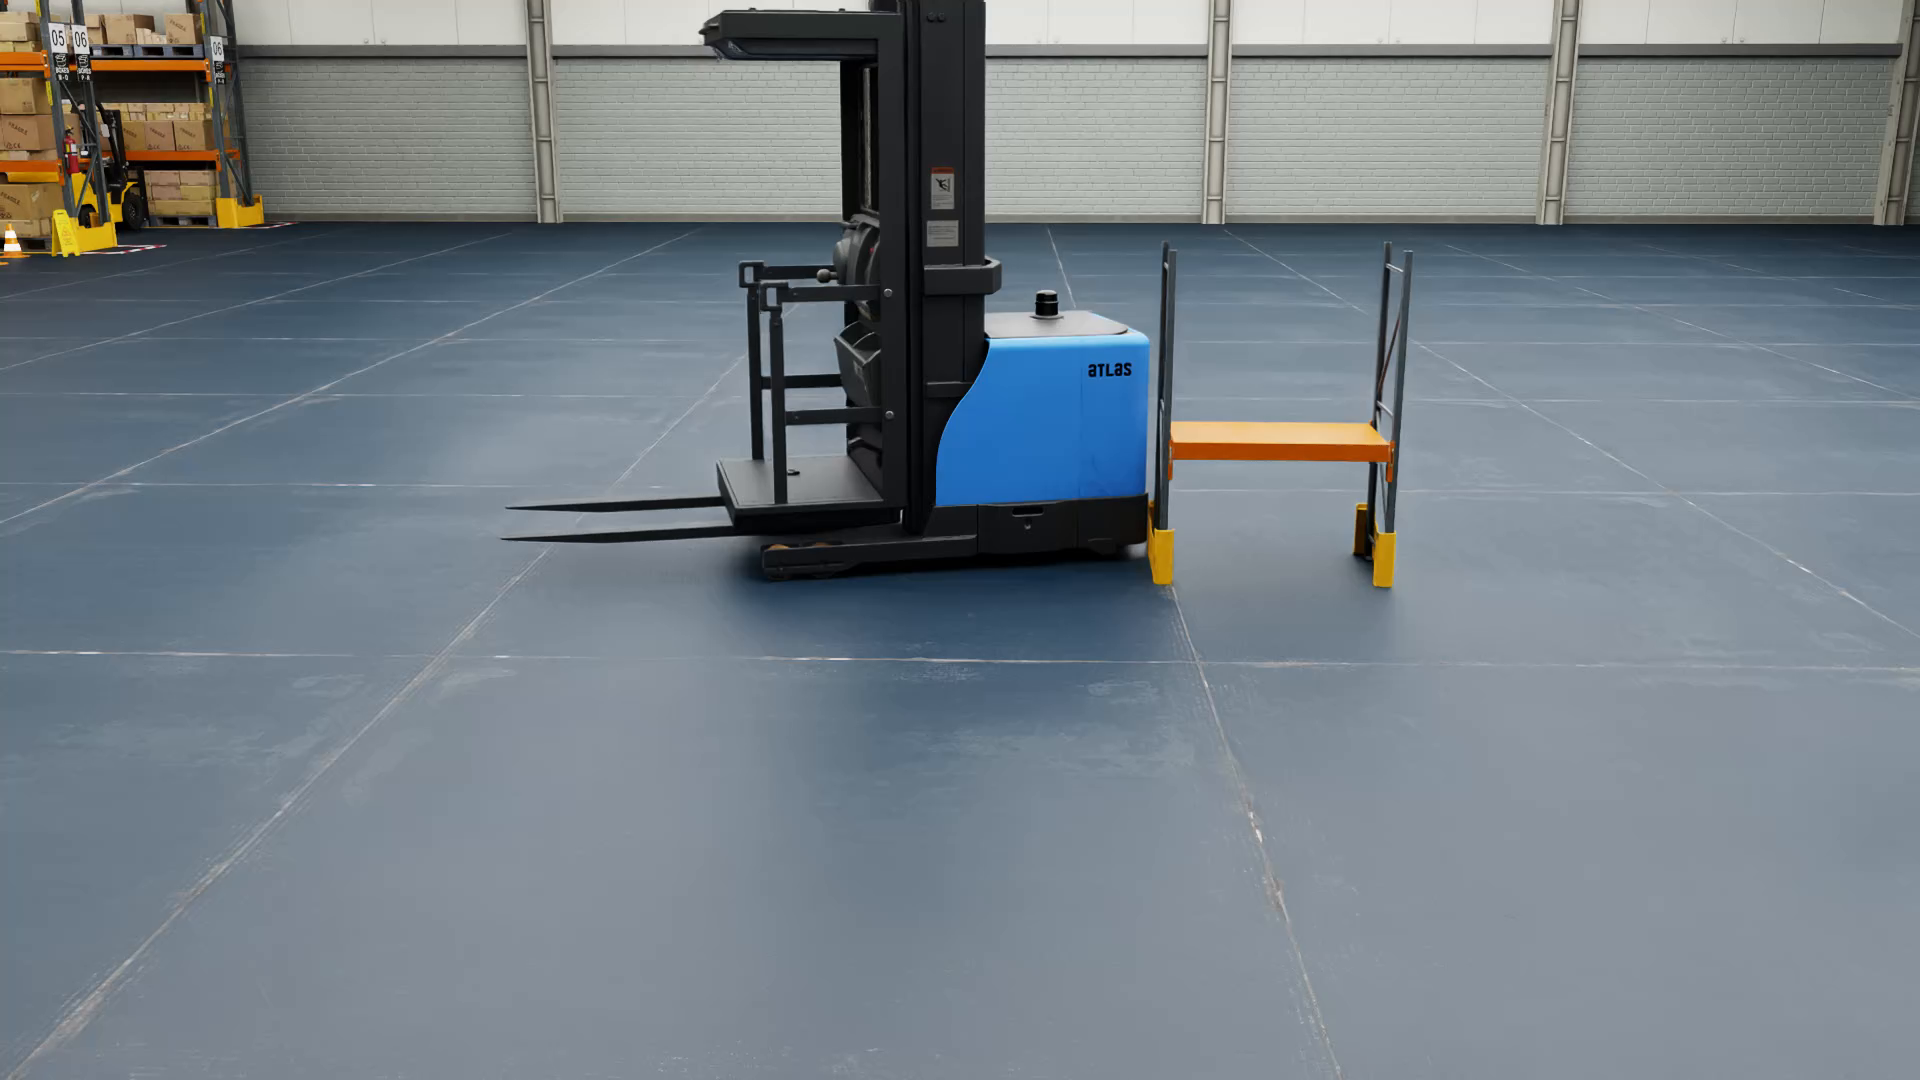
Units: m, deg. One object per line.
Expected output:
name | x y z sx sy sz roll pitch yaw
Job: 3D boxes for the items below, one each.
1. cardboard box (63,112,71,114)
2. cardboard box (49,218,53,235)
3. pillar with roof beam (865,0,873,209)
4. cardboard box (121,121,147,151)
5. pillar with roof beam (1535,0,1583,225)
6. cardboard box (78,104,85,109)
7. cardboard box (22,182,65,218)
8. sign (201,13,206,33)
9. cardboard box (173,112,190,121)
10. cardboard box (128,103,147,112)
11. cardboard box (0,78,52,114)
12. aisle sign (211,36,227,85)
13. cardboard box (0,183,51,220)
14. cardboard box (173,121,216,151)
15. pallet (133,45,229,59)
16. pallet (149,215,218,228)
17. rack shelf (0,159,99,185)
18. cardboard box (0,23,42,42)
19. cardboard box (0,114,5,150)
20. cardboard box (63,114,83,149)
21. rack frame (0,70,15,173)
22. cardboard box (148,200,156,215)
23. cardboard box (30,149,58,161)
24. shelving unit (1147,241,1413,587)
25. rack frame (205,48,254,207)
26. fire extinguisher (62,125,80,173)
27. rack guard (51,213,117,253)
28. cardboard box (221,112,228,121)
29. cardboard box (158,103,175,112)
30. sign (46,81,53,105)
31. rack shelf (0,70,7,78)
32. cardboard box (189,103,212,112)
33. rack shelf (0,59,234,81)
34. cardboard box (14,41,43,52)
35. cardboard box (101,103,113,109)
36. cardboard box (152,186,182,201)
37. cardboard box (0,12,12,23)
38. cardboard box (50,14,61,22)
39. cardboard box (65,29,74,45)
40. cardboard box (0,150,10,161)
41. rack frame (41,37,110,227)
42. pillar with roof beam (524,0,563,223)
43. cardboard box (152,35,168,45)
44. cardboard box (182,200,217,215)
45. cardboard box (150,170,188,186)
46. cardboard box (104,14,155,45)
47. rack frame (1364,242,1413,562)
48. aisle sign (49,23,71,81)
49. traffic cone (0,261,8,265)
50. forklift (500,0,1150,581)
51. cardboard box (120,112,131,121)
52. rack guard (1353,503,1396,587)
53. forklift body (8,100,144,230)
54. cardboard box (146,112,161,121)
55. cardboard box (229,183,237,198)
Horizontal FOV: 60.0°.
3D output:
cardboard box | -15.428 -7.335 28.795 0.250 0.149 0.380 0 15 1
cardboard box | -13.690 -4.718 24.910 0.500 0.250 0.500 0 15 1
pillar with roof beam | -1.555 -8.994 24.789 0.400 9.000 9.100 0 15 1
cardboard box | -14.297 -7.028 28.904 0.500 0.500 0.500 0 15 0
pillar with roof beam | 10.441 -8.916 24.493 0.400 9.000 9.100 0 15 1
cardboard box | -15.166 -7.501 28.839 0.250 0.149 0.380 0 15 1
cardboard box | -13.714 -5.081 24.815 0.500 0.500 0.500 0 15 0
sign | -12.796 -8.737 28.114 0.005 0.325 0.100 0 15 1
cardboard box | -13.378 -7.322 28.744 0.250 0.149 0.380 1 15 2
cardboard box | -14.151 -7.472 28.729 0.250 0.149 0.380 1 15 3
cardboard box | -13.407 -6.392 23.949 0.500 0.500 0.700 0 15 0
aisle sign | -12.710 -8.216 28.507 0.004 0.787 0.394 0 15 1
cardboard box | -13.699 -4.944 24.295 0.500 0.500 0.500 0 15 2
cardboard box | -13.267 -7.019 28.870 0.500 0.500 0.500 0 15 0
pallet | -13.474 -8.454 28.795 1.213 0.211 1.003 0 15 1
pallet | -13.534 -5.681 29.458 1.213 0.211 1.003 0 15 1
rack shelf | -14.890 -5.434 24.467 4.000 0.370 1.077 0 15 1
cardboard box | -13.410 -7.225 23.677 0.500 0.250 0.500 0 15 1
cardboard box | -13.941 -5.899 24.039 0.500 0.500 0.500 0 15 2
cardboard box | -13.358 -6.035 24.555 0.500 0.500 0.500 0 15 1
rack frame | -16.767 -7.061 29.223 0.127 3.000 1.000 0 15 1
cardboard box | -14.243 -5.842 29.170 0.500 0.250 0.500 1 15 2
cardboard box | -13.270 -5.595 24.161 0.250 0.149 0.380 1 15 3
shelving unit | 1.441 -0.593 7.649 1.083 1.500 0.587 1 15 3
rack frame | -12.768 -7.035 29.124 0.127 3.000 1.000 0 15 1
fire extinguisher | -12.788 -5.613 23.888 0.183 0.674 0.296 0 15 1
rack guard | -12.967 -4.561 24.647 0.348 0.500 1.175 0 15 1
cardboard box | -13.101 -7.465 29.288 0.250 0.149 0.380 0 15 0
cardboard box | -13.641 -7.478 28.752 0.250 0.149 0.380 1 15 3
sign | -12.925 -6.340 23.602 0.005 0.325 0.100 0 15 1
rack shelf | -18.766 -8.176 28.981 4.000 0.370 1.077 0 15 1
cardboard box | -13.132 -7.489 28.796 0.250 0.149 0.380 0 15 2
rack shelf | -14.767 -8.150 28.882 4.000 0.370 1.077 0 15 1
cardboard box | -13.255 -7.029 23.714 0.250 0.149 0.380 0 15 2
cardboard box | -14.665 -7.498 28.828 0.250 0.149 0.380 1 15 2
cardboard box | -13.764 -6.080 29.090 0.500 0.250 0.500 0 15 1
cardboard box | -13.494 -7.422 23.640 0.250 0.149 0.380 1 15 2
cardboard box | -13.241 -7.538 24.080 0.250 0.149 0.380 0 15 1
cardboard box | -15.291 -8.611 28.461 0.258 0.266 0.396 0 15 0
cardboard box | -13.782 -5.576 24.087 0.250 0.149 0.380 0 15 0
rack frame | -12.891 -5.769 24.326 0.127 3.000 1.000 0 15 1
pillar with roof beam | -7.553 -9.033 24.938 0.400 9.000 9.100 0 15 1
cardboard box | -13.604 -8.543 28.434 0.250 0.149 0.380 0 15 0
cardboard box | -13.246 -5.831 29.127 0.500 0.250 0.500 0 15 2
cardboard box | -13.747 -6.317 29.010 0.500 0.250 0.500 1 15 2
cardboard box | -14.238 -8.758 28.560 0.500 0.500 0.700 0 15 2
rack frame | 1.957 -0.586 7.621 0.032 1.500 0.500 1 15 3
aisle sign | -12.837 -6.952 23.712 0.004 0.787 0.394 0 15 1
traffic cone | -13.042 -3.931 22.332 0.334 0.463 0.336 0 15 1
forklift | -0.666 -1.376 7.808 3.031 2.935 1.130 -3 15 -12
cardboard box | -14.405 -7.330 28.774 0.250 0.149 0.380 0 15 2
rack guard | 1.938 0.018 7.782 0.087 0.250 0.587 1 15 3
forklift body | -14.710 -6.172 27.516 1.214 2.155 2.313 0 15 1
cardboard box | -13.883 -7.343 28.826 0.250 0.149 0.380 0 15 1
cardboard box | -13.233 -6.206 29.570 0.500 0.250 0.500 1 15 2
